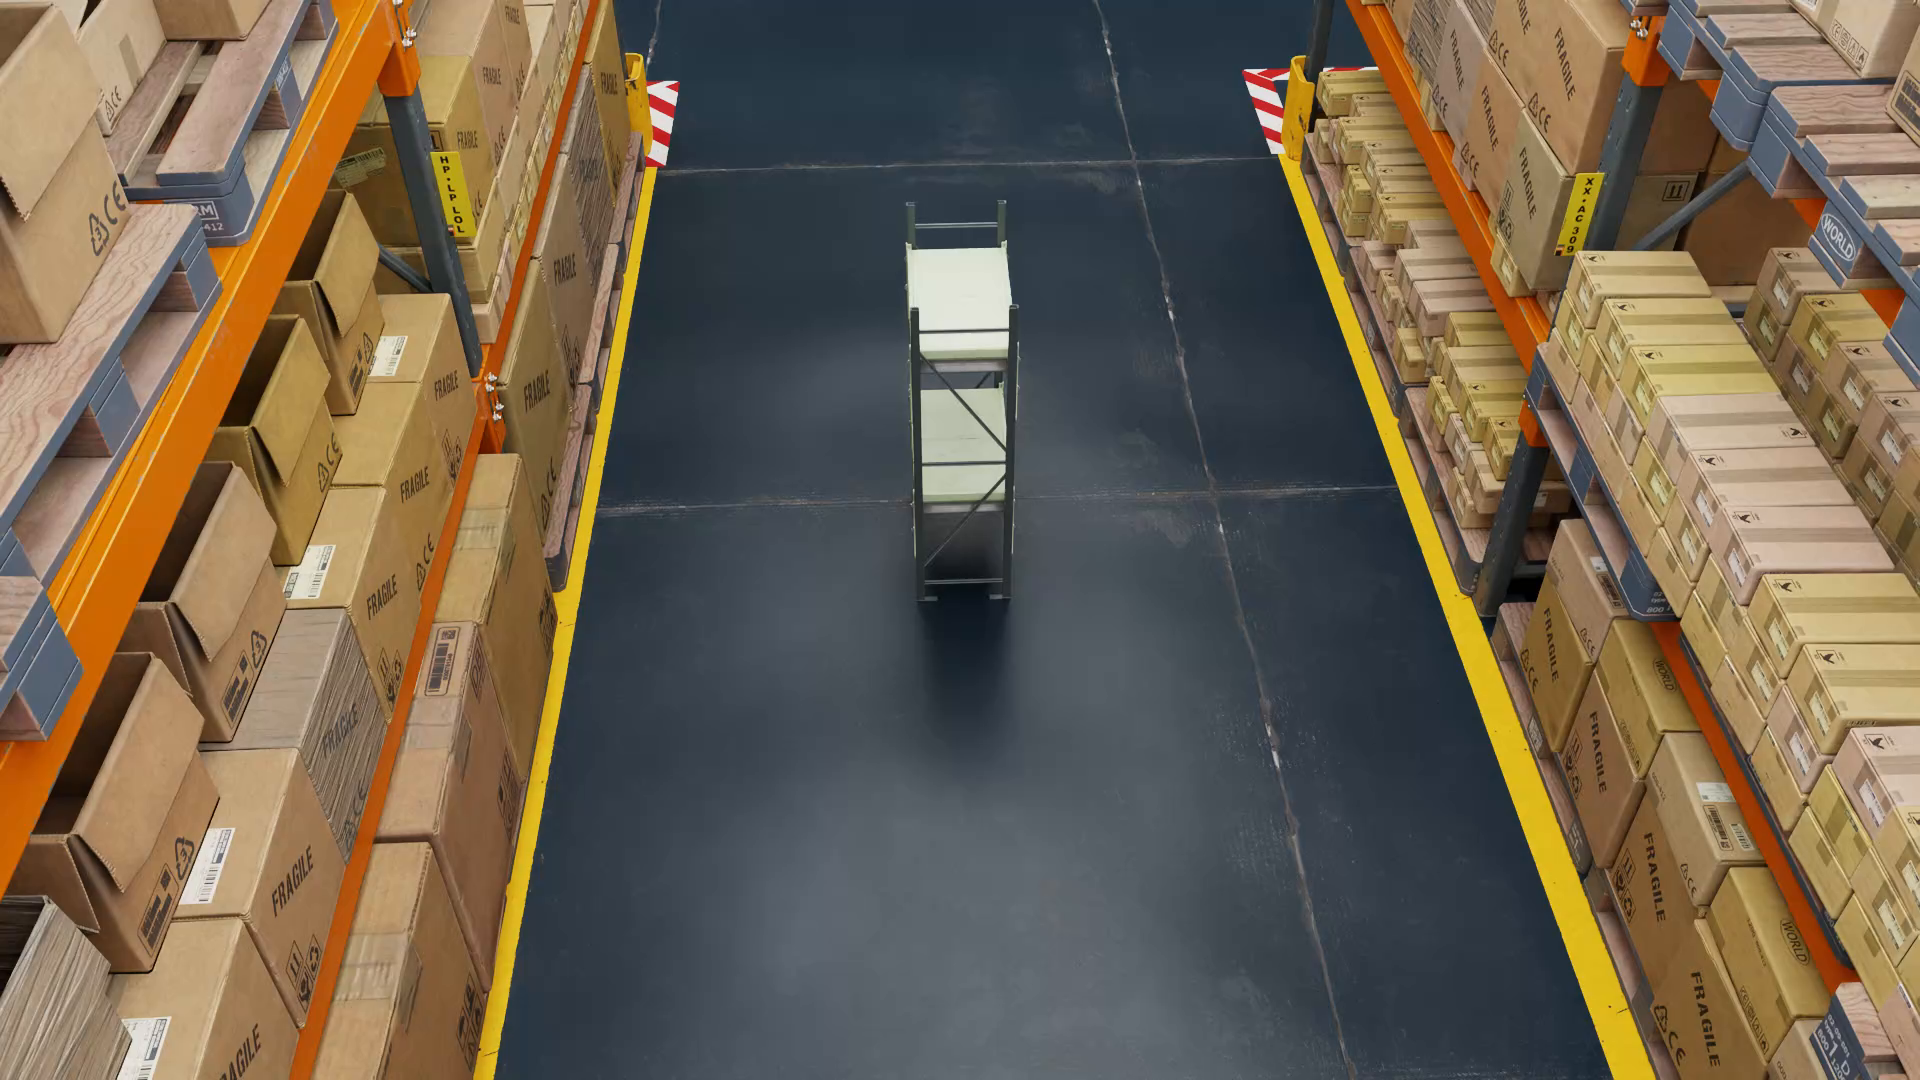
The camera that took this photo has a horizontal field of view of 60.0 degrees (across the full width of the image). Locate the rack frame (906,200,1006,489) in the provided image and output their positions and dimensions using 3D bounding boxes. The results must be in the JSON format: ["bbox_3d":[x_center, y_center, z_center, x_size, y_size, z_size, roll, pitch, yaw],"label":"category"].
[{"bbox_3d":[-0.015,-0.795,7.158,0.400,1.500,0.023,-2,43,-2],"label":"rack frame"}]

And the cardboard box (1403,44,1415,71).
[{"bbox_3d":[2.336,-2.332,7.910,0.380,0.149,0.250,-2,43,-3],"label":"cardboard box"}]

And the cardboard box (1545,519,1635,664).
[{"bbox_3d":[2.460,0.168,5.981,0.500,0.250,0.500,-3,43,-4],"label":"cardboard box"}]

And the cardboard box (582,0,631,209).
[{"bbox_3d":[-2.330,-2.397,9.056,0.875,0.875,0.875,-2,43,-2],"label":"cardboard box"}]

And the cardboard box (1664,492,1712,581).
[{"bbox_3d":[2.299,-0.015,4.851,0.380,0.149,0.250,0,43,0],"label":"cardboard box"}]

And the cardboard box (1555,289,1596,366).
[{"bbox_3d":[2.250,-0.721,5.622,0.380,0.149,0.250,-1,43,-1],"label":"cardboard box"}]

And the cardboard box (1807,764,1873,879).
[{"bbox_3d":[2.341,0.685,4.088,0.380,0.149,0.250,-2,43,-2],"label":"cardboard box"}]

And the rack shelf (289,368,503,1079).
[{"bbox_3d":[-2.182,0.861,4.773,1.077,0.370,4.000,-2,43,-2],"label":"rack shelf"}]

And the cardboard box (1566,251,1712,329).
[{"bbox_3d":[2.250,-0.831,5.521,0.380,0.149,0.250,0,43,0],"label":"cardboard box"}]

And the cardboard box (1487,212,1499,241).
[{"bbox_3d":[2.375,-1.275,6.757,0.380,0.149,0.250,0,43,0],"label":"cardboard box"}]

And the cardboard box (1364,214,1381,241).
[{"bbox_3d":[2.343,-1.583,8.706,0.380,0.149,0.250,-2,43,-2],"label":"cardboard box"}]

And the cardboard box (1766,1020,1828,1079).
[{"bbox_3d":[2.539,1.567,4.454,0.500,0.250,0.500,-1,43,-1],"label":"cardboard box"}]

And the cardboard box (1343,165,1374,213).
[{"bbox_3d":[2.245,-1.856,8.784,0.380,0.149,0.250,0,43,0],"label":"cardboard box"}]

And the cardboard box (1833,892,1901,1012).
[{"bbox_3d":[2.355,0.980,3.986,0.380,0.149,0.250,-2,43,-2],"label":"cardboard box"}]

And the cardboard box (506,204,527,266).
[{"bbox_3d":[-1.971,-1.226,6.704,0.380,0.149,0.250,0,43,0],"label":"cardboard box"}]

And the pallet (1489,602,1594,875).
[{"bbox_3d":[2.727,0.725,6.453,1.003,0.211,1.213,-2,43,-2],"label":"pallet"}]

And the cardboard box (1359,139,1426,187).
[{"bbox_3d":[2.313,-1.967,8.685,0.380,0.149,0.250,-4,43,-4],"label":"cardboard box"}]

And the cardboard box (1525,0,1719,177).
[{"bbox_3d":[2.402,-1.653,5.949,0.500,0.500,0.500,-3,43,-3],"label":"cardboard box"}]

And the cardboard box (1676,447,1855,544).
[{"bbox_3d":[2.295,-0.129,4.755,0.380,0.149,0.250,-2,43,-2],"label":"cardboard box"}]

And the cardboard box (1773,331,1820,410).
[{"bbox_3d":[2.919,-0.560,5.445,0.380,0.149,0.250,-1,43,-2],"label":"cardboard box"}]

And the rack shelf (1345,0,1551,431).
[{"bbox_3d":[2.607,-1.914,7.800,1.077,0.370,4.000,-2,43,-2],"label":"rack shelf"}]

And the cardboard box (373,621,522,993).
[{"bbox_3d":[-2.181,0.909,5.450,1.225,0.875,0.875,-3,43,-3],"label":"cardboard box"}]

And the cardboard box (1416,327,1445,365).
[{"bbox_3d":[2.366,-0.952,7.797,0.380,0.149,0.250,-1,43,-1],"label":"cardboard box"}]

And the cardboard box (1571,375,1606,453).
[{"bbox_3d":[2.267,-0.425,5.518,0.380,0.149,0.250,-1,43,-1],"label":"cardboard box"}]

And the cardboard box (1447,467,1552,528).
[{"bbox_3d":[2.335,-0.188,7.183,0.380,0.149,0.250,-1,43,-1],"label":"cardboard box"}]

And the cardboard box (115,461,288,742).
[{"bbox_3d":[-2.172,0.152,4.197,0.797,0.503,0.637,0,43,0],"label":"cardboard box"}]

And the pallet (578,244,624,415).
[{"bbox_3d":[-2.276,-1.068,8.409,1.003,0.211,1.213,-2,43,-2],"label":"pallet"}]

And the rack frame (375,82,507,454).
[{"bbox_3d":[-2.267,-0.755,6.003,1.000,3.000,0.127,-2,43,-2],"label":"rack frame"}]

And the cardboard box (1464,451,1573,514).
[{"bbox_3d":[2.361,-0.246,7.027,0.380,0.149,0.250,-1,43,-1],"label":"cardboard box"}]

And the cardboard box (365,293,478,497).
[{"bbox_3d":[-1.975,-0.484,5.633,0.500,0.500,0.500,-2,43,-2],"label":"cardboard box"}]

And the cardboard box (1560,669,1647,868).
[{"bbox_3d":[2.483,0.801,5.845,0.500,0.500,0.500,0,43,0],"label":"cardboard box"}]

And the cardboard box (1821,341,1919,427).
[{"bbox_3d":[2.926,-0.489,5.148,0.380,0.149,0.250,-3,43,-3],"label":"cardboard box"}]

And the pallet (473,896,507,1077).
[{"bbox_3d":[-2.104,1.618,5.479,1.003,0.211,1.213,-2,43,-2],"label":"pallet"}]

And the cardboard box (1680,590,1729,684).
[{"bbox_3d":[2.310,0.270,4.761,0.380,0.149,0.250,-2,43,-3],"label":"cardboard box"}]

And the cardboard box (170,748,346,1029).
[{"bbox_3d":[-1.896,0.879,4.147,0.500,0.500,0.500,-2,43,-3],"label":"cardboard box"}]

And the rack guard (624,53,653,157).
[{"bbox_3d":[-2.438,-2.550,9.811,1.175,0.500,0.348,-2,43,-2],"label":"rack guard"}]

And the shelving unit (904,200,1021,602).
[{"bbox_3d":[0.000,-0.548,6.888,0.431,1.500,0.755,-2,43,-2],"label":"shelving unit"}]

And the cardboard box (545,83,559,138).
[{"bbox_3d":[-2.015,-1.924,7.464,0.380,0.149,0.250,-3,43,-3],"label":"cardboard box"}]

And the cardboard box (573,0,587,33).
[{"bbox_3d":[-2.061,-2.617,8.221,0.380,0.149,0.250,-1,43,-1],"label":"cardboard box"}]

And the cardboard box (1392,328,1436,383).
[{"bbox_3d":[2.291,-0.886,7.946,0.380,0.149,0.250,-2,43,-2],"label":"cardboard box"}]

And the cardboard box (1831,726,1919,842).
[{"bbox_3d":[2.344,0.583,3.979,0.380,0.149,0.250,-2,43,-2],"label":"cardboard box"}]

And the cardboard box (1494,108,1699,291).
[{"bbox_3d":[2.390,-1.294,6.297,0.500,0.500,0.500,-2,43,-2],"label":"cardboard box"}]

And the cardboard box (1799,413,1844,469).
[{"bbox_3d":[2.927,-0.285,5.366,0.380,0.149,0.250,-2,43,-2],"label":"cardboard box"}]

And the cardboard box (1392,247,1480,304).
[{"bbox_3d":[2.288,-1.263,7.916,0.380,0.149,0.250,-3,43,-3],"label":"cardboard box"}]

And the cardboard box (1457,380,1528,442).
[{"bbox_3d":[2.367,-0.556,7.145,0.380,0.149,0.250,-1,43,-1],"label":"cardboard box"}]

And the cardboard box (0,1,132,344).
[{"bbox_3d":[-2.206,-0.731,3.371,0.797,0.503,0.637,-2,43,-2],"label":"cardboard box"}]

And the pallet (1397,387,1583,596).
[{"bbox_3d":[2.629,-0.253,7.520,1.003,0.211,1.213,-2,43,-2],"label":"pallet"}]

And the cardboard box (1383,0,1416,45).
[{"bbox_3d":[2.322,-2.673,7.802,0.500,0.500,0.500,-1,43,-1],"label":"cardboard box"}]

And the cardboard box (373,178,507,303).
[{"bbox_3d":[-2.026,-1.134,6.307,0.500,0.250,0.500,-2,43,-3],"label":"cardboard box"}]

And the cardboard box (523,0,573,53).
[{"bbox_3d":[-2.109,-2.504,7.802,0.500,0.250,0.500,-3,43,-3],"label":"cardboard box"}]
